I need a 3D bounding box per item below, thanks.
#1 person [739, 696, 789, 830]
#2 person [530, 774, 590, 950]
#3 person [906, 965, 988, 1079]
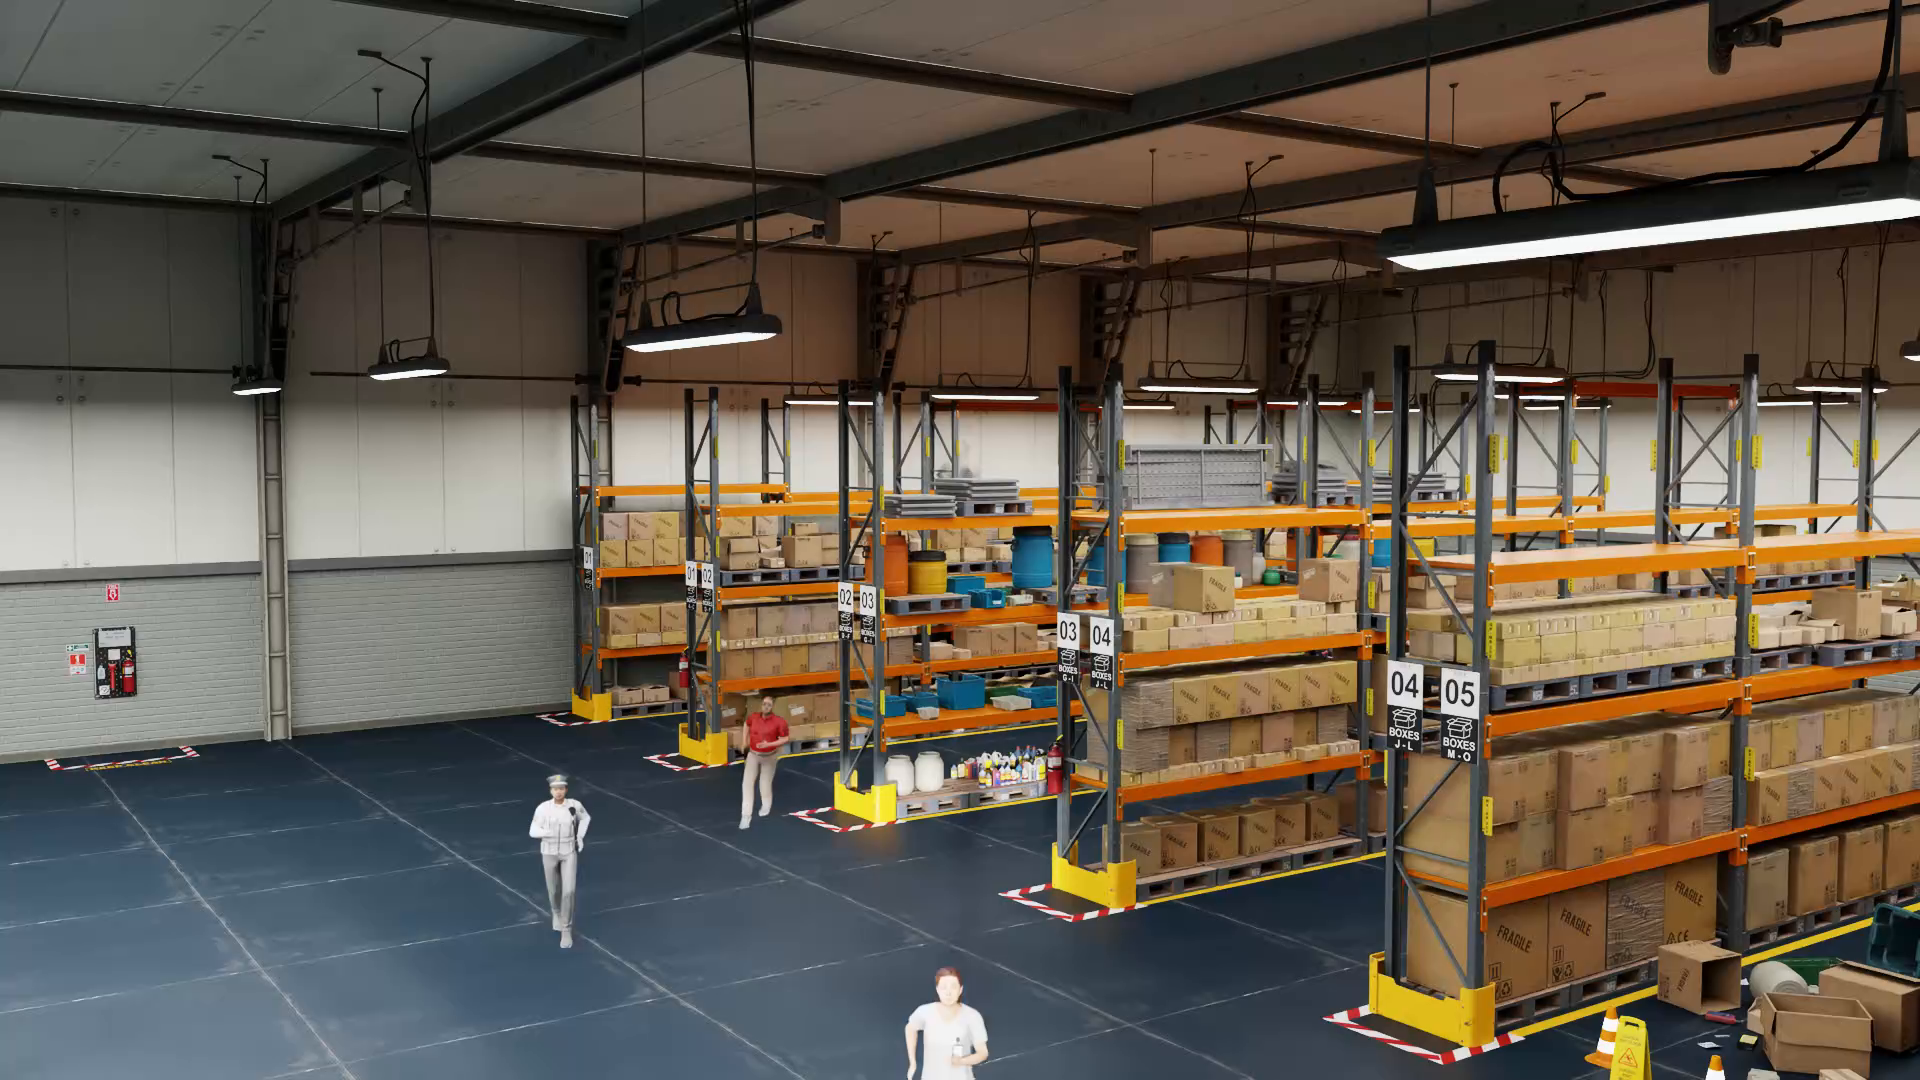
[{"bbox_3d":[-2.628,2.977,22.442,0.686,1.758,0.924,0,3,7],"label":"person"},{"bbox_3d":[-4.129,3.267,17.172,0.600,1.730,0.785,-1,3,-11],"label":"person"},{"bbox_3d":[-0.088,3.663,10.986,0.538,1.728,0.769,0,3,-2],"label":"person"}]
